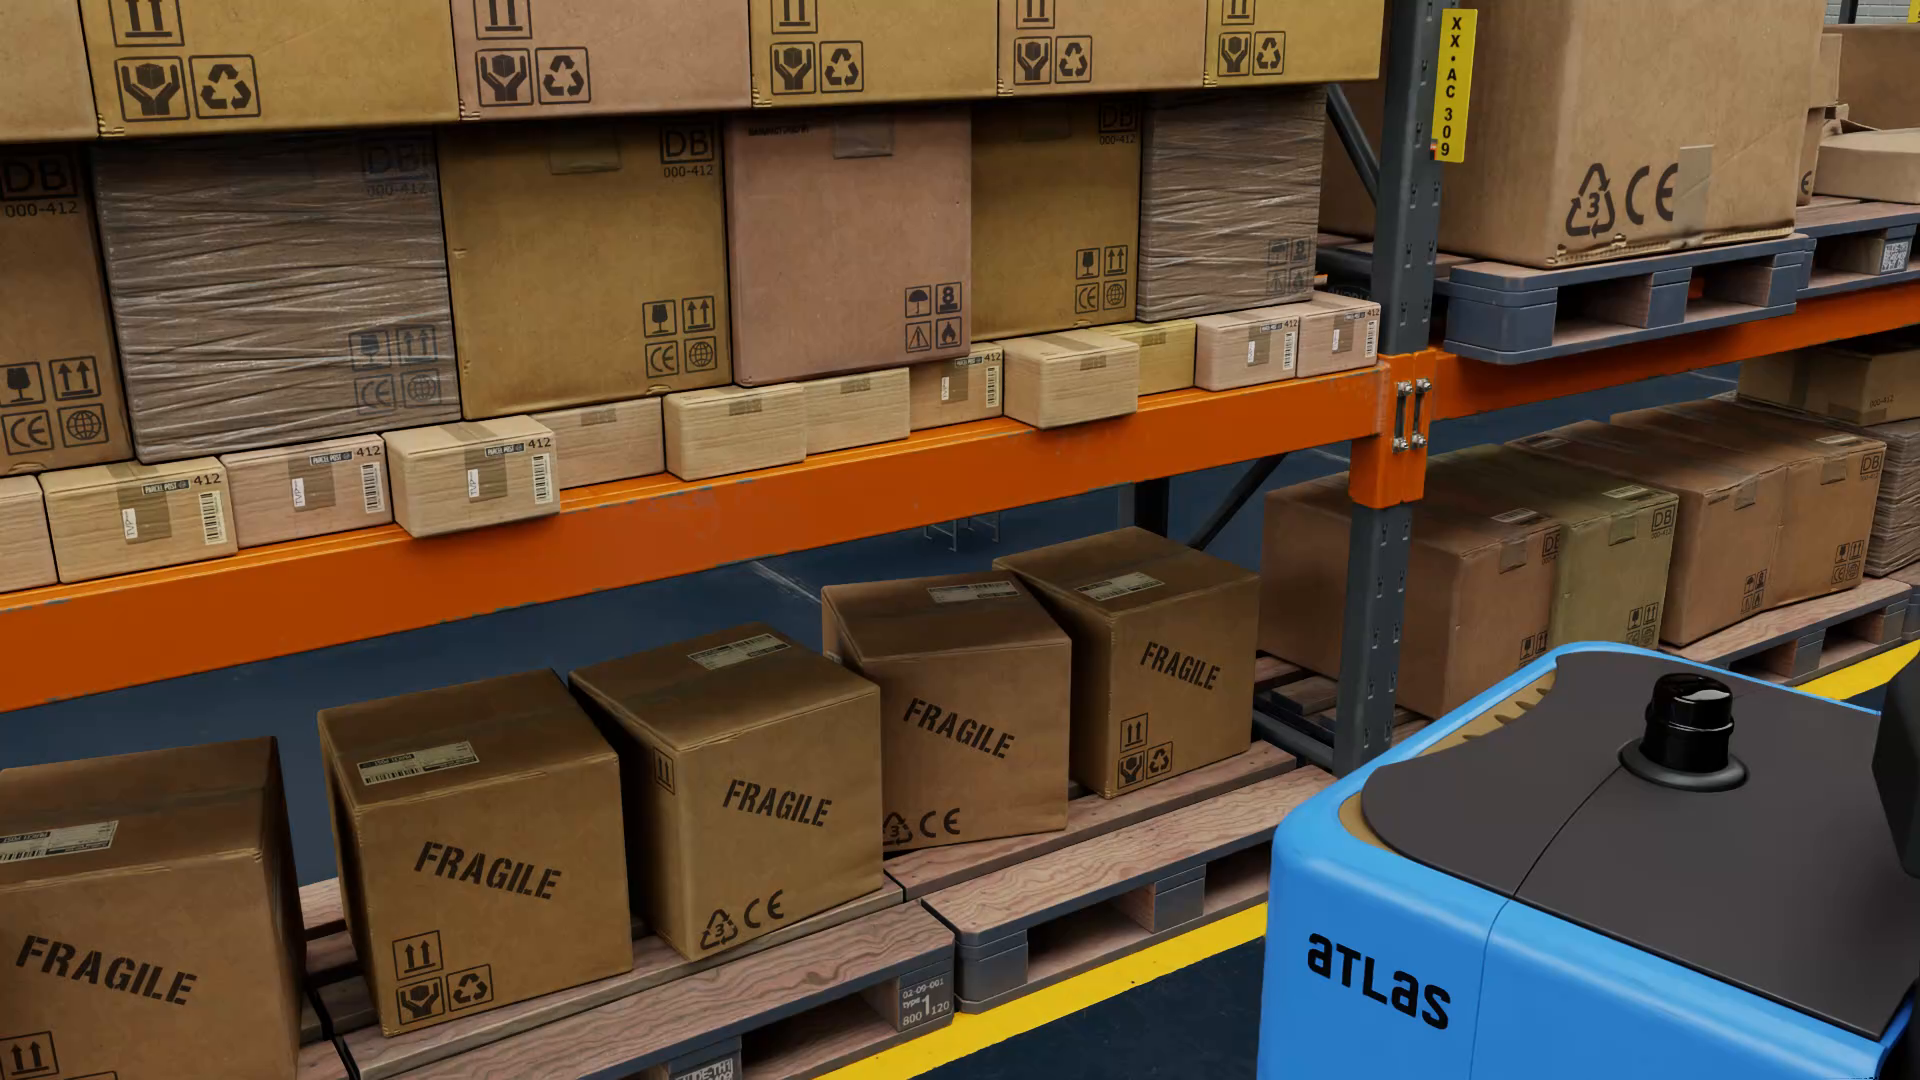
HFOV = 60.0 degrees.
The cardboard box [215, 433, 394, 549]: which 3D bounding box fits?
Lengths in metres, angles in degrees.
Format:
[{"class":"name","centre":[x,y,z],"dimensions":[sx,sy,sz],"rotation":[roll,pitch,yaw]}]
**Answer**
[{"class":"cardboard box","centre":[-1.146,-0.125,2.823],"dimensions":[0.250,0.149,0.380],"rotation":[-12,22,-31]}]

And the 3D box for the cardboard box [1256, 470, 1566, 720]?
[{"class":"cardboard box","centre":[1.310,0.133,4.883],"dimensions":[0.500,0.500,0.700],"rotation":[-14,23,-36]}]

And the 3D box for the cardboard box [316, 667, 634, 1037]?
[{"class":"cardboard box","centre":[-1.011,0.624,3.461],"dimensions":[0.500,0.500,0.500],"rotation":[-10,21,-26]}]

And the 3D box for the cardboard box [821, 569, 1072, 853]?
[{"class":"cardboard box","centre":[-0.045,0.408,4.102],"dimensions":[0.500,0.500,0.500],"rotation":[-5,19,-14]}]

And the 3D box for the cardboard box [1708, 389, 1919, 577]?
[{"class":"cardboard box","centre":[3.121,-0.244,6.000],"dimensions":[0.500,0.500,0.700],"rotation":[-14,23,-36]}]

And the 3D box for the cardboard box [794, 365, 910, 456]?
[{"class":"cardboard box","centre":[-0.304,-0.298,3.334],"dimensions":[0.250,0.149,0.380],"rotation":[-12,22,-31]}]

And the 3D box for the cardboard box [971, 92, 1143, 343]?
[{"class":"cardboard box","centre":[-0.061,-0.787,3.769],"dimensions":[0.500,0.500,0.875],"rotation":[-12,22,-31]}]

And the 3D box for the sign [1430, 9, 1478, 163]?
[{"class":"sign","centre":[1.090,-1.006,3.686],"dimensions":[0.005,0.325,0.100],"rotation":[-12,22,-31]}]

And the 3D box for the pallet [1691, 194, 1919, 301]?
[{"class":"pallet","centre":[2.495,-0.994,5.301],"dimensions":[1.213,0.211,1.003],"rotation":[-12,22,-31]}]

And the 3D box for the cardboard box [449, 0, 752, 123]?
[{"class":"cardboard box","centre":[-0.693,-0.986,2.795],"dimensions":[0.500,0.500,0.500],"rotation":[-12,22,-31]}]

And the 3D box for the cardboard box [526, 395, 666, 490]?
[{"class":"cardboard box","centre":[-0.744,-0.221,3.106],"dimensions":[0.250,0.149,0.380],"rotation":[-12,22,-31]}]

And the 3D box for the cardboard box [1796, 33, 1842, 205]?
[{"class":"cardboard box","centre":[2.183,-1.318,5.143],"dimensions":[0.637,0.503,0.797],"rotation":[-9,21,-26]}]

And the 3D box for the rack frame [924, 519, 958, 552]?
[{"class":"rack frame","centre":[-0.078,-0.410,6.552],"dimensions":[0.006,0.900,0.240],"rotation":[-12,22,-31]}]

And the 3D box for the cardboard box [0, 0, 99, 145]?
[{"class":"cardboard box","centre":[-1.524,-0.808,2.268],"dimensions":[0.500,0.500,0.500],"rotation":[-12,22,-31]}]

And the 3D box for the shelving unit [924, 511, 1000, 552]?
[{"class":"shelving unit","centre":[0.007,-0.428,6.605],"dimensions":[0.210,0.900,0.258],"rotation":[-12,22,-31]}]

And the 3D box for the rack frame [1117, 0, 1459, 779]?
[{"class":"rack frame","centre":[0.786,-0.740,4.250],"dimensions":[0.127,3.000,1.000],"rotation":[-12,22,-31]}]

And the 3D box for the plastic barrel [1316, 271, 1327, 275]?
[{"class":"plastic barrel","centre":[2.745,-2.116,11.429],"dimensions":[0.708,0.588,0.600],"rotation":[-12,22,-31]}]

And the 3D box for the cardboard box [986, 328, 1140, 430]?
[{"class":"cardboard box","centre":[0.164,-0.361,3.522],"dimensions":[0.250,0.149,0.380],"rotation":[-12,22,-31]}]

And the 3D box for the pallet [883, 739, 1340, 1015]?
[{"class":"pallet","centre":[0.244,0.709,4.319],"dimensions":[1.213,0.211,1.003],"rotation":[-12,22,-31]}]

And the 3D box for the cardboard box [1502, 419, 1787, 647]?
[{"class":"cardboard box","centre":[2.186,-0.044,5.409],"dimensions":[0.500,0.500,0.700],"rotation":[-14,23,-36]}]

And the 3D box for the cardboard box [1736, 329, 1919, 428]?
[{"class":"cardboard box","centre":[3.146,-0.602,5.887],"dimensions":[0.500,0.250,0.500],"rotation":[-9,21,-25]}]

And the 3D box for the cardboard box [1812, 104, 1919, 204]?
[{"class":"cardboard box","centre":[2.882,-1.214,5.206],"dimensions":[0.258,0.266,0.396],"rotation":[-13,22,-33]}]

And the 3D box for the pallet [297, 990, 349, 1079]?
[{"class":"pallet","centre":[-1.794,1.138,3.048],"dimensions":[1.213,0.211,1.003],"rotation":[-12,22,-31]}]

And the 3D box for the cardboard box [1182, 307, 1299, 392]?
[{"class":"cardboard box","centre":[0.554,-0.463,3.823],"dimensions":[0.250,0.149,0.380],"rotation":[-12,22,-31]}]

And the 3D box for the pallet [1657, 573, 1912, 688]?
[{"class":"pallet","centre":[2.455,0.227,5.743],"dimensions":[1.213,0.211,1.003],"rotation":[-12,22,-31]}]

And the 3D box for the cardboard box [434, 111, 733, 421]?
[{"class":"cardboard box","centre":[-0.864,-0.595,3.201],"dimensions":[0.500,0.500,0.875],"rotation":[-12,22,-31]}]

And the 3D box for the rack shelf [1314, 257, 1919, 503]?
[{"class":"rack shelf","centre":[2.456,-0.752,5.408],"dimensions":[4.000,0.370,1.077],"rotation":[-12,22,-31]}]

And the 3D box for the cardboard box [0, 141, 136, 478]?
[{"class":"cardboard box","centre":[-1.729,-0.434,2.723],"dimensions":[0.500,0.500,0.875],"rotation":[-12,22,-31]}]

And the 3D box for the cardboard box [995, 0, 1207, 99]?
[{"class":"cardboard box","centre":[0.144,-1.161,3.313],"dimensions":[0.500,0.500,0.500],"rotation":[-12,22,-31]}]

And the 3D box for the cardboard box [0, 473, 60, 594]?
[{"class":"cardboard box","centre":[-1.552,-0.031,2.547],"dimensions":[0.250,0.149,0.380],"rotation":[-12,22,-31]}]
